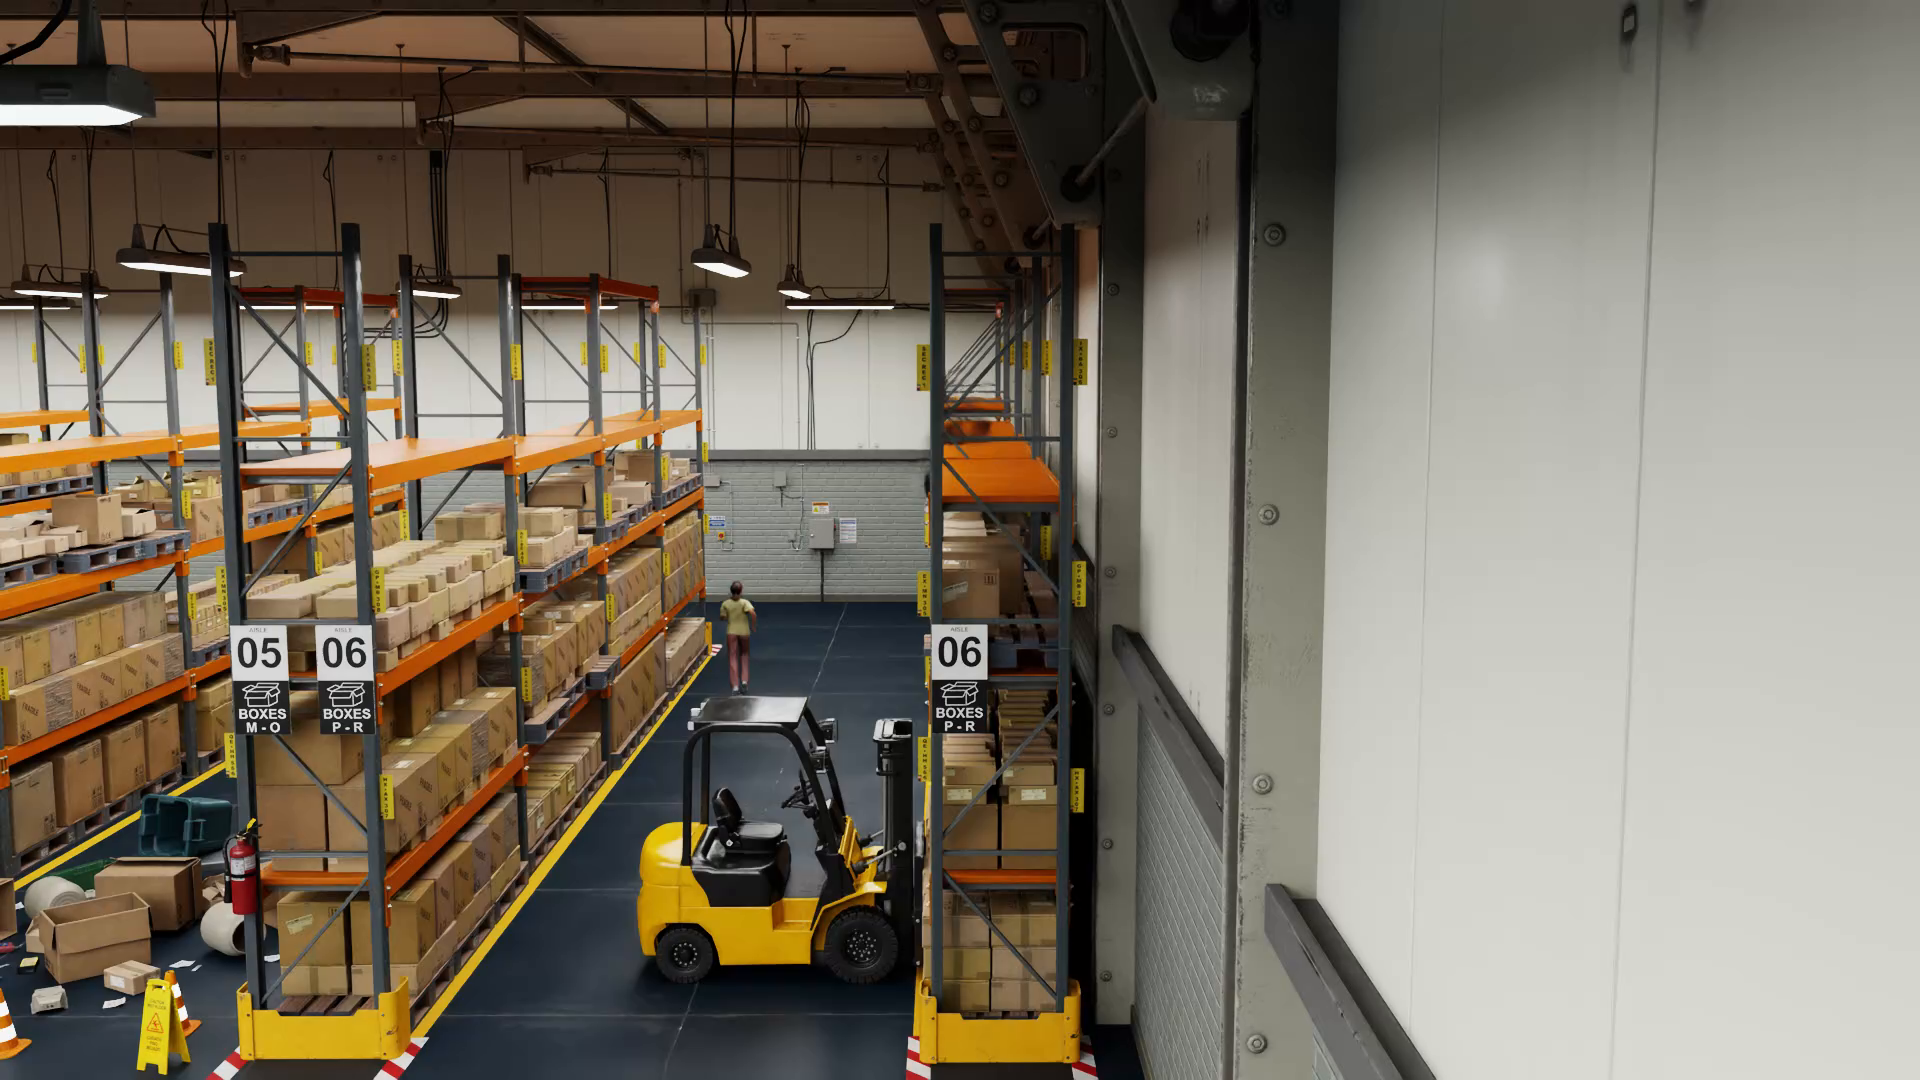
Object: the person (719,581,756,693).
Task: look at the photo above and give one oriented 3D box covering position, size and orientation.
[{"bbox_3d":[-3.289,1.466,24.627,0.544,1.725,0.737,-1,7,-8],"label":"person"}]
